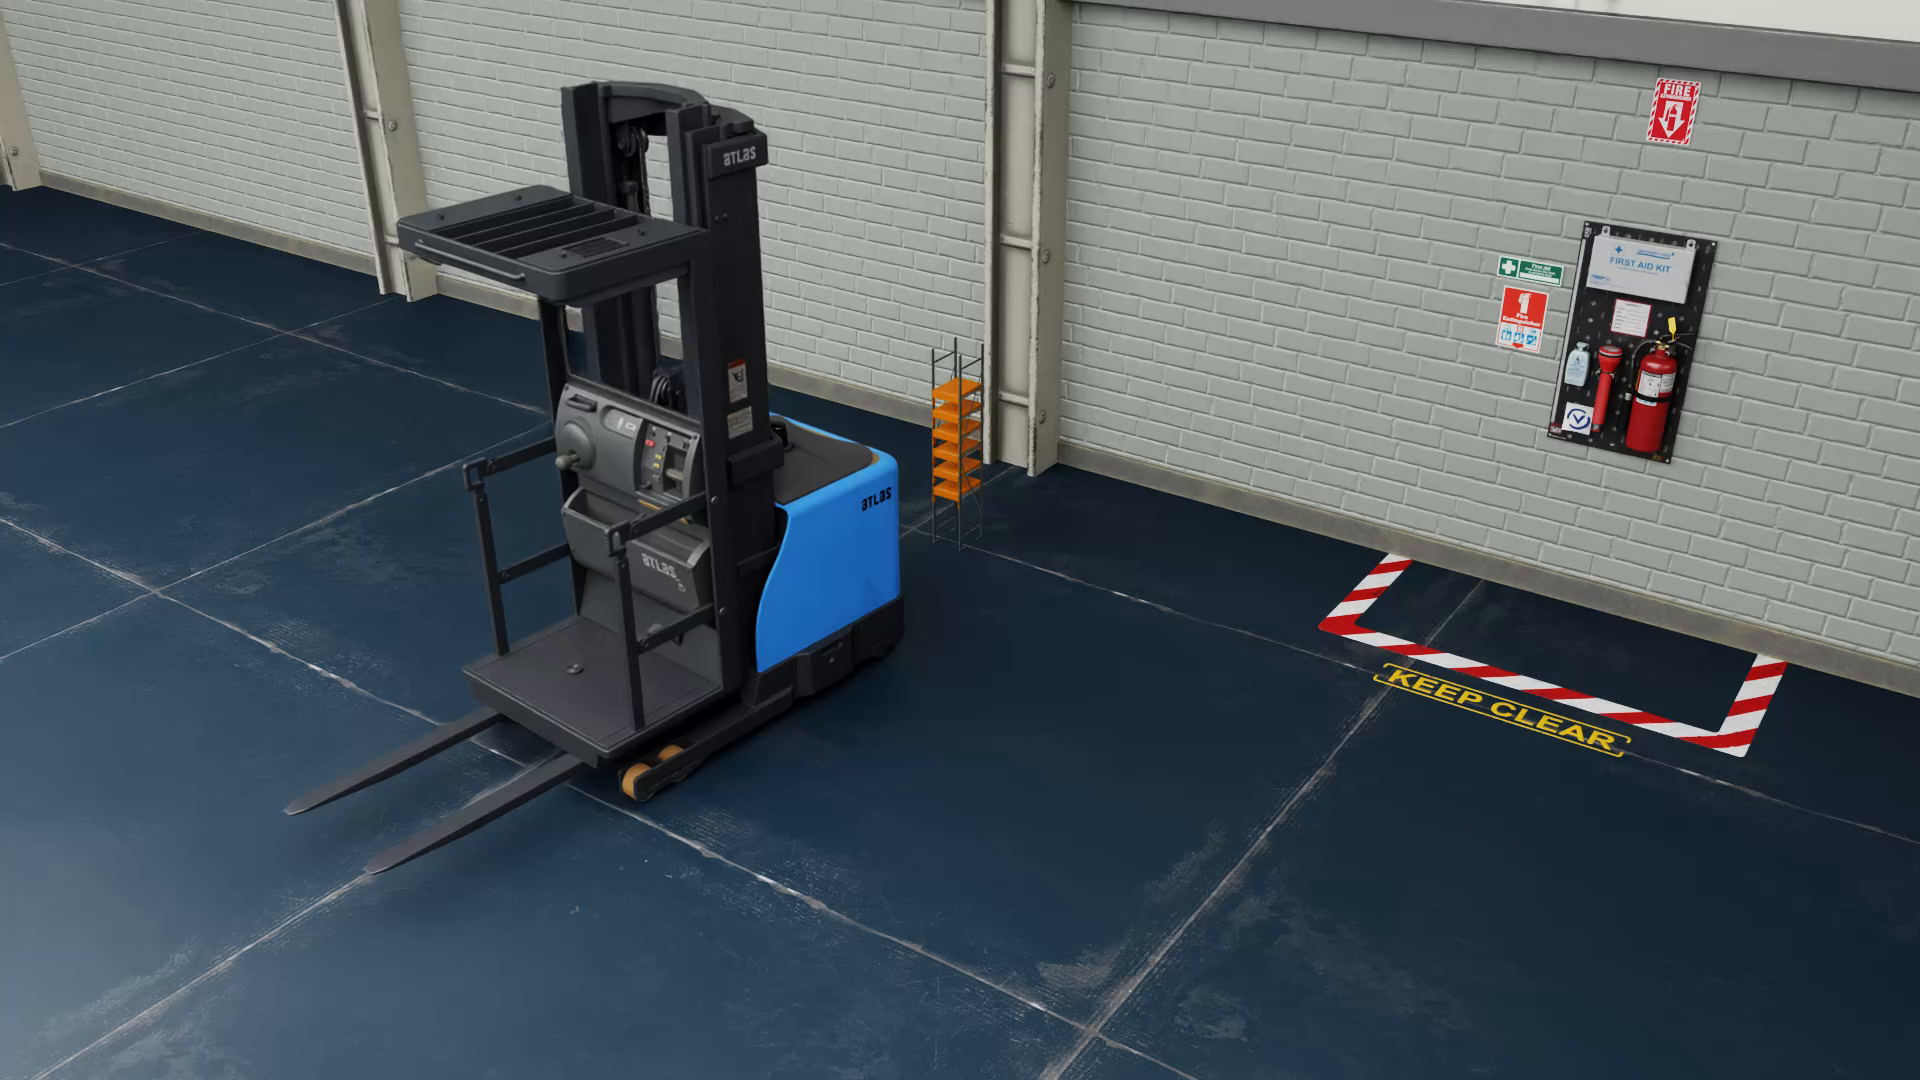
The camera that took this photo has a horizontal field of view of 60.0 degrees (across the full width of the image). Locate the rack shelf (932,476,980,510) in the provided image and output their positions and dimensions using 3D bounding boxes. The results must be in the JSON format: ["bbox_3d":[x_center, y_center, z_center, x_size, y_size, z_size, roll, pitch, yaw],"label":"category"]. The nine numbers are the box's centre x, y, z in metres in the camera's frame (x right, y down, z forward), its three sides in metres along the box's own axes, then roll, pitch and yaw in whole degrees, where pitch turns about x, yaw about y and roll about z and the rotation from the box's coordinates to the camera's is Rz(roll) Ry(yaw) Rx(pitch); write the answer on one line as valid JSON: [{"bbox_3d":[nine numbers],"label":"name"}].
[{"bbox_3d":[-0.012,-0.285,9.614,0.180,0.103,0.258,17,32,30],"label":"rack shelf"}]

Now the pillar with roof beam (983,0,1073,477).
[{"bbox_3d":[-2.044,-2.909,5.544,0.400,9.000,9.100,17,32,30],"label":"pillar with roof beam"}]

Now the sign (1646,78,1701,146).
[{"bbox_3d":[3.374,-2.025,7.867,0.199,0.298,0.001,17,32,30],"label":"sign"}]

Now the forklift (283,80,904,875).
[{"bbox_3d":[-1.626,-0.394,7.292,1.130,2.935,3.031,21,34,35],"label":"forklift"}]

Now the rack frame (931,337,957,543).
[{"bbox_3d":[-0.087,-0.562,9.531,0.006,1.200,0.240,17,32,30],"label":"rack frame"}]

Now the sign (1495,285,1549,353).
[{"bbox_3d":[2.927,-1.149,8.662,0.234,0.329,0.001,17,32,30],"label":"sign"}]

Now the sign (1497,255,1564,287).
[{"bbox_3d":[2.925,-1.381,8.533,0.331,0.109,0.001,17,32,30],"label":"sign"}]

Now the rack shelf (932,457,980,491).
[{"bbox_3d":[-0.012,-0.392,9.560,0.180,0.103,0.258,17,32,30],"label":"rack shelf"}]

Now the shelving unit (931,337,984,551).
[{"bbox_3d":[-0.012,-0.538,9.485,0.189,1.200,0.258,17,32,30],"label":"shelving unit"}]

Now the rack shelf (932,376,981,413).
[{"bbox_3d":[-0.012,-0.820,9.342,0.180,0.103,0.258,17,32,30],"label":"rack shelf"}]

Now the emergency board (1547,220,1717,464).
[{"bbox_3d":[3.324,-0.953,8.315,0.643,1.169,0.194,17,32,30],"label":"emergency board"}]

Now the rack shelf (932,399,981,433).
[{"bbox_3d":[-0.012,-0.713,9.396,0.180,0.103,0.258,17,32,30],"label":"rack shelf"}]

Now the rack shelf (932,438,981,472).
[{"bbox_3d":[-0.012,-0.499,9.505,0.180,0.103,0.258,17,32,30],"label":"rack shelf"}]

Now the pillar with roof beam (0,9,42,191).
[{"bbox_3d":[-11.935,-5.990,11.599,0.400,9.000,9.100,17,32,30],"label":"pillar with roof beam"}]

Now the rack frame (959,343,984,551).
[{"bbox_3d":[0.063,-0.515,9.439,0.006,1.200,0.240,17,32,30],"label":"rack frame"}]

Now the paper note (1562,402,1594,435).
[{"bbox_3d":[3.217,-0.631,8.655,0.142,0.148,0.016,17,32,30],"label":"paper note"}]

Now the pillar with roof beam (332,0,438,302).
[{"bbox_3d":[-6.989,-4.450,8.572,0.400,9.000,9.100,17,32,30],"label":"pillar with roof beam"}]

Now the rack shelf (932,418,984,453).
[{"bbox_3d":[-0.012,-0.606,9.451,0.180,0.103,0.258,17,32,30],"label":"rack shelf"}]
